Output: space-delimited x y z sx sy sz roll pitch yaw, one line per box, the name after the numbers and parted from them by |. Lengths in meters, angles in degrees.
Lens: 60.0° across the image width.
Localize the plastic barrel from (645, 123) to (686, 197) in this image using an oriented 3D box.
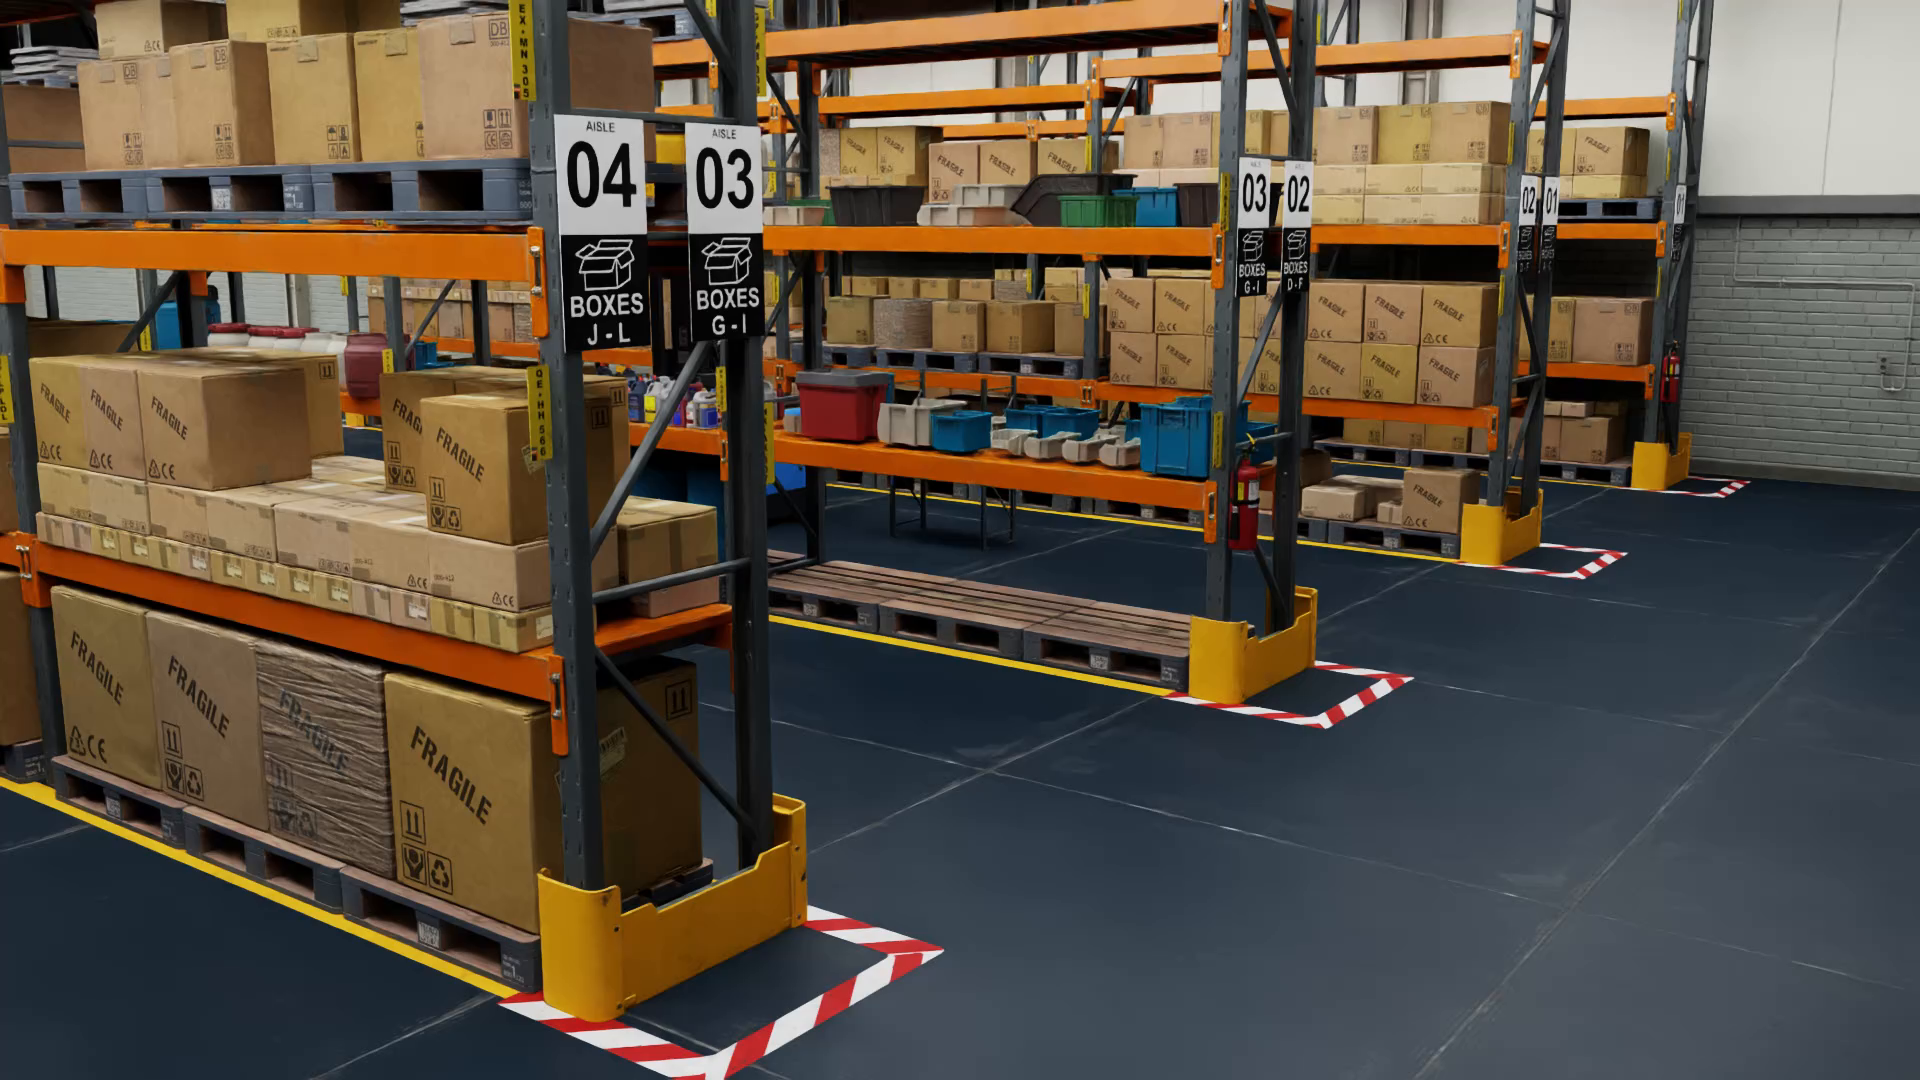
-2.258 -2.885 12.546 0.600 0.588 0.600 0 11 0 | plastic barrel

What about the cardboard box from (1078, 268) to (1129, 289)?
1.885 -3.431 21.792 0.500 0.250 0.500 8 13 35 | cardboard box

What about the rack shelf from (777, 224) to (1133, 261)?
-0.079 -3.144 17.382 4.000 0.370 1.077 8 13 36 | rack shelf

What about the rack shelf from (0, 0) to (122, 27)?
-5.946 -2.904 9.298 4.000 0.370 1.077 8 13 36 | rack shelf

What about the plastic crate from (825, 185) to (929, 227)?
-0.563 -2.269 11.307 0.590 0.269 0.497 8 13 36 | plastic crate

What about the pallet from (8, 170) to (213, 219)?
-3.680 -1.619 7.839 1.213 0.211 1.003 8 13 36 | pallet

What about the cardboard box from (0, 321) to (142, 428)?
-4.853 -0.896 8.859 0.637 0.503 0.797 8 13 34 | cardboard box

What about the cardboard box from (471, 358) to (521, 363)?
-6.314 -2.192 22.622 0.500 0.500 0.500 8 13 36 | cardboard box

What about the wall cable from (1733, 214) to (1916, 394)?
9.278 -2.609 17.942 1.851 1.984 0.084 8 13 36 | wall cable

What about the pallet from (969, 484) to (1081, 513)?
0.855 -0.516 17.144 1.213 0.211 1.003 8 13 36 | pallet

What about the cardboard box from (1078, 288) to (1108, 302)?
1.895 -3.059 21.847 0.500 0.500 0.500 9 14 37 | cardboard box

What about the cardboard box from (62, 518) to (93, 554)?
-4.080 -0.047 8.035 0.250 0.149 0.380 7 13 34 | cardboard box

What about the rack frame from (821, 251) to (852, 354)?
-1.986 -3.458 25.007 0.127 3.000 1.000 8 13 36 | rack frame

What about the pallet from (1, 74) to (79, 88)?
-9.518 -4.823 17.819 1.213 0.211 1.003 8 13 36 | pallet

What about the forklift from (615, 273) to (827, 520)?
-2.832 -1.780 16.512 3.031 2.935 1.130 7 13 32 | forklift

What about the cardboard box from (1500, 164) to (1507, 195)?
4.497 -3.092 14.298 0.500 0.250 0.500 8 13 36 | cardboard box

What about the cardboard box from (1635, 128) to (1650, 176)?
7.241 -4.251 18.258 0.500 0.500 0.500 7 13 33 | cardboard box

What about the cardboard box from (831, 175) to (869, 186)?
-0.908 -3.670 17.943 0.500 0.500 0.910 8 13 36 | cardboard box

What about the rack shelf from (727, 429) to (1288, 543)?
0.210 -0.464 11.425 4.000 0.370 1.077 8 13 36 | rack shelf

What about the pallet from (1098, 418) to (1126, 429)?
1.829 -1.539 22.430 1.213 0.211 1.003 8 13 36 | pallet

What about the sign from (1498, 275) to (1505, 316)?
4.412 -1.991 13.544 0.005 0.325 0.100 8 13 36 | sign

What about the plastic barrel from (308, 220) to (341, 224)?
-5.789 -3.004 15.126 0.301 0.262 0.301 0 11 0 | plastic barrel

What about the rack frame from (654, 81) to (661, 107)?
-5.210 -6.853 26.762 0.127 3.000 1.000 8 13 36 | rack frame

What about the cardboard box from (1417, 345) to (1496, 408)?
4.235 -1.408 14.147 0.500 0.500 0.500 8 14 37 | cardboard box

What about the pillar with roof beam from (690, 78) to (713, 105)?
-6.682 -6.248 23.633 0.548 9.000 9.100 8 13 36 | pillar with roof beam

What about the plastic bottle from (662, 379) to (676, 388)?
-2.386 -1.172 13.518 0.135 0.276 0.152 8 13 36 | plastic bottle

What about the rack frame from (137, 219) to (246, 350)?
-7.850 -1.941 17.168 0.127 3.000 1.000 8 13 36 | rack frame

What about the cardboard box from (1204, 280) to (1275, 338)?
2.576 -2.128 15.236 0.500 0.500 0.500 7 13 34 | cardboard box

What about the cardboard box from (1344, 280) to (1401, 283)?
3.729 -2.095 15.066 0.500 0.500 0.500 8 14 36 | cardboard box

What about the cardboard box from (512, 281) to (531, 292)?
-5.276 -3.434 21.205 0.500 0.500 0.700 8 14 36 | cardboard box

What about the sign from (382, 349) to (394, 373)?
-4.946 -1.487 14.388 0.005 0.325 0.100 8 13 36 | sign

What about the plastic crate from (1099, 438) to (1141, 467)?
1.058 -0.556 10.544 0.243 0.136 0.396 8 13 36 | plastic crate

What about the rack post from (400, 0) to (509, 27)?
-4.018 -4.325 13.892 0.937 0.300 0.954 8 13 36 | rack post

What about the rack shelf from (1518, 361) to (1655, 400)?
6.074 -1.981 19.264 4.000 0.370 1.077 8 13 36 | rack shelf

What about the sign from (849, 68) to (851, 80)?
-1.662 -7.025 24.776 0.005 0.325 0.100 8 13 36 | sign

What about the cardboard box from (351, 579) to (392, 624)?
-2.205 0.214 6.688 0.250 0.149 0.380 8 14 37 | cardboard box

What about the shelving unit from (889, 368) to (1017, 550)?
-0.069 -0.746 14.937 1.048 1.500 0.538 8 13 36 | shelving unit

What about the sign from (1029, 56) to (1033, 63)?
0.925 -6.367 21.582 0.005 0.325 0.100 8 13 36 | sign

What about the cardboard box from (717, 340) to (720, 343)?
-2.752 -2.261 19.481 0.250 0.149 0.380 9 14 40 | cardboard box

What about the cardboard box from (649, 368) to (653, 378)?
-4.706 -2.712 27.072 0.500 0.311 0.500 6 13 29 | cardboard box

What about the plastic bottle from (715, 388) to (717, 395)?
-1.922 -1.148 13.403 0.097 0.271 0.097 0 11 0 | plastic bottle

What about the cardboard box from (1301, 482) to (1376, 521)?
3.425 -0.351 15.028 0.500 0.250 0.500 8 13 36 | cardboard box

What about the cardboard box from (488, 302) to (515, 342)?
-5.705 -2.856 21.630 0.500 0.500 0.700 8 13 35 | cardboard box

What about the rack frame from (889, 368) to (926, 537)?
-0.478 -0.803 15.232 0.032 1.500 0.500 8 13 36 | rack frame

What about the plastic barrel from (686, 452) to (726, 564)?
-1.830 -0.282 13.008 0.708 0.901 0.600 8 13 36 | plastic barrel

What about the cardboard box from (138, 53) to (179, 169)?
-3.237 -1.921 7.532 0.500 0.500 0.700 9 14 38 | cardboard box

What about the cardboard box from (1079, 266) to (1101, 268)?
1.757 -3.570 22.514 0.500 0.250 0.500 8 14 37 | cardboard box

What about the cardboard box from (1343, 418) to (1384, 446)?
5.004 -1.438 20.040 0.500 0.500 0.700 8 14 36 | cardboard box

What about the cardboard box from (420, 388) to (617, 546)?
-1.658 -0.289 6.264 0.500 0.500 0.500 8 14 36 | cardboard box

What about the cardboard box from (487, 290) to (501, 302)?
-5.884 -3.151 21.450 0.250 0.149 0.380 8 13 35 | cardboard box

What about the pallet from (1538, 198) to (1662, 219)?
7.082 -3.620 18.180 1.213 0.211 1.003 8 13 36 | pallet

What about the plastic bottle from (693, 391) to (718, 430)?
-1.911 -0.976 12.503 0.135 0.276 0.152 8 13 36 | plastic bottle

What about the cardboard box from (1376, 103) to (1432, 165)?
3.980 -3.487 14.365 0.500 0.500 0.700 8 13 36 | cardboard box

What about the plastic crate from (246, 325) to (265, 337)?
-7.279 -1.965 17.122 0.583 0.464 0.402 8 13 36 | plastic crate

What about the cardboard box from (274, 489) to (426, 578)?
-2.476 -0.035 6.923 0.500 0.250 0.500 7 13 34 | cardboard box

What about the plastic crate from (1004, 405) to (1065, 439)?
0.515 -0.799 11.548 0.300 0.233 0.416 8 13 36 | plastic crate

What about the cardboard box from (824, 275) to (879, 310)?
-1.596 -3.661 24.633 0.500 0.500 0.700 8 14 36 | cardboard box
